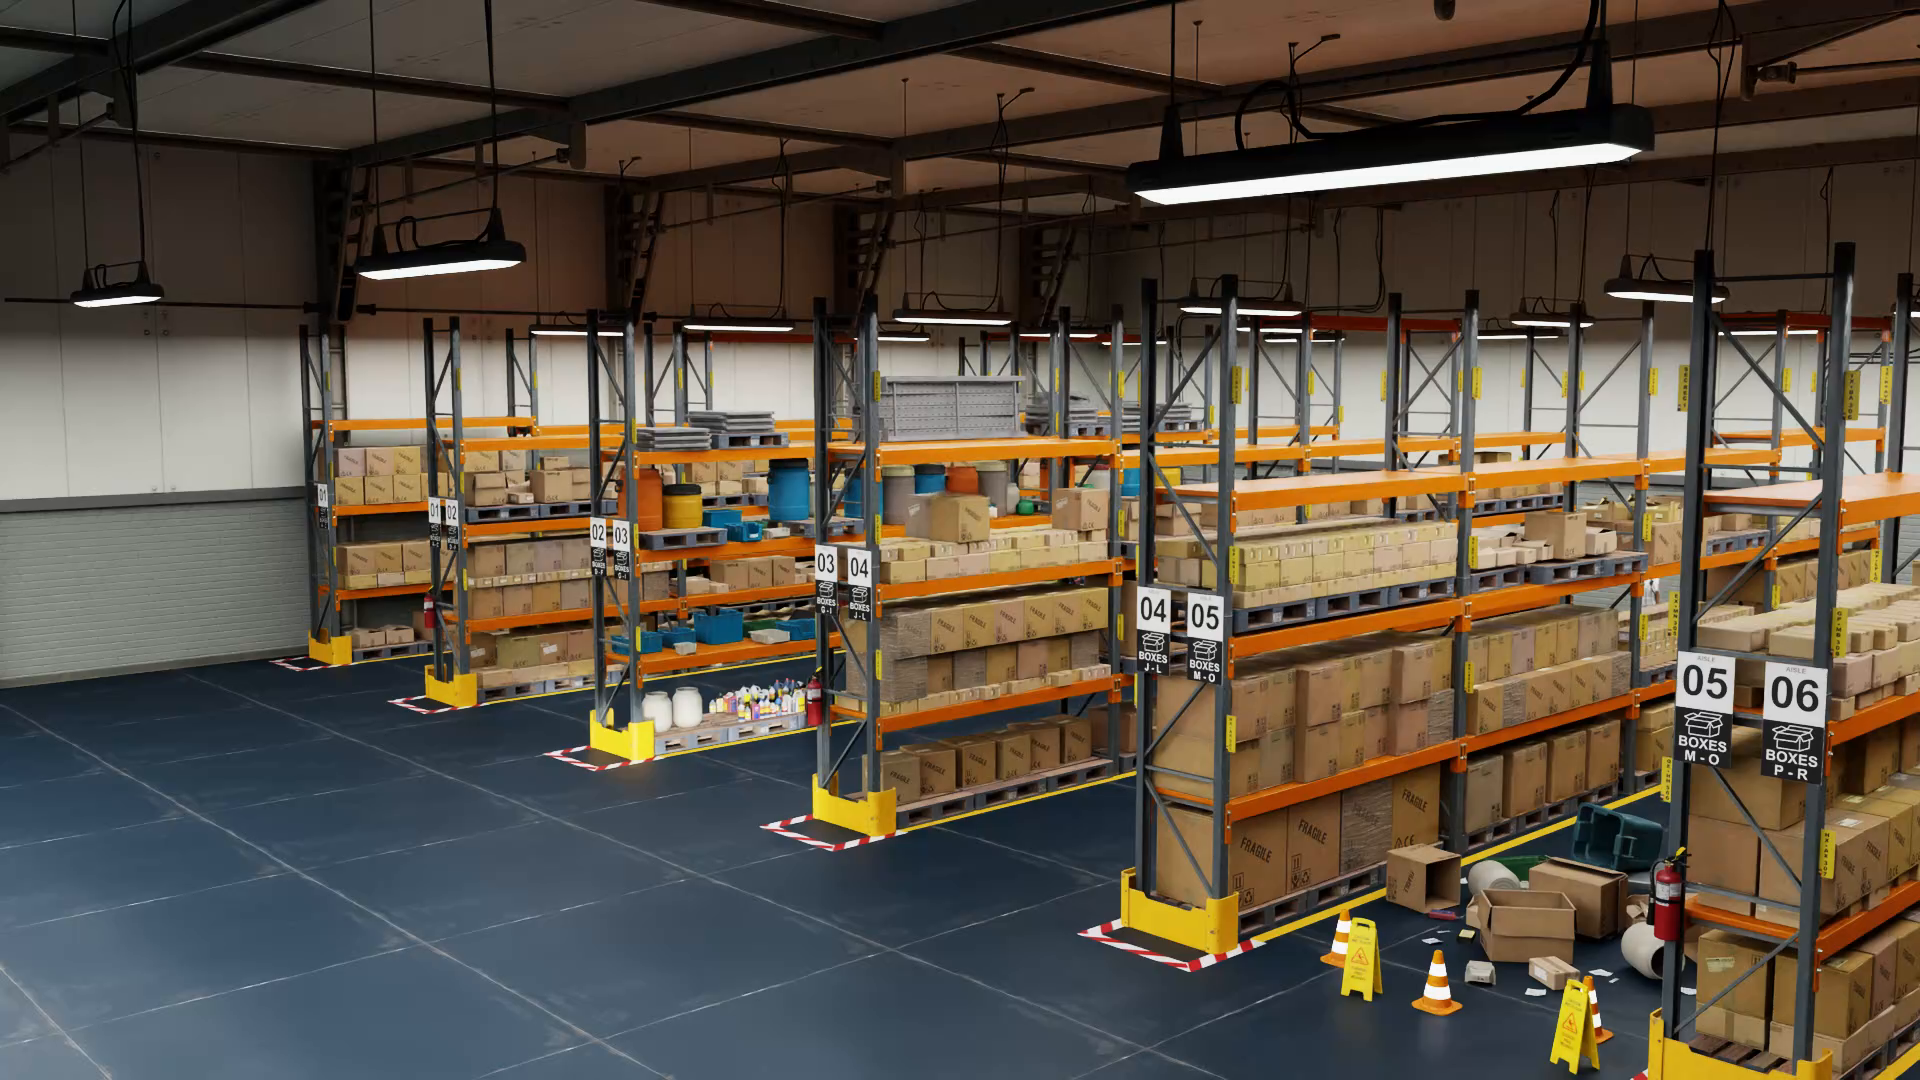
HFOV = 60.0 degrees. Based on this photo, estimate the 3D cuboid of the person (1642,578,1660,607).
[{"bbox_3d":[-7.462,0.168,20.278,31.068,5.830,34.970,2,6,20],"label":"person"}]
